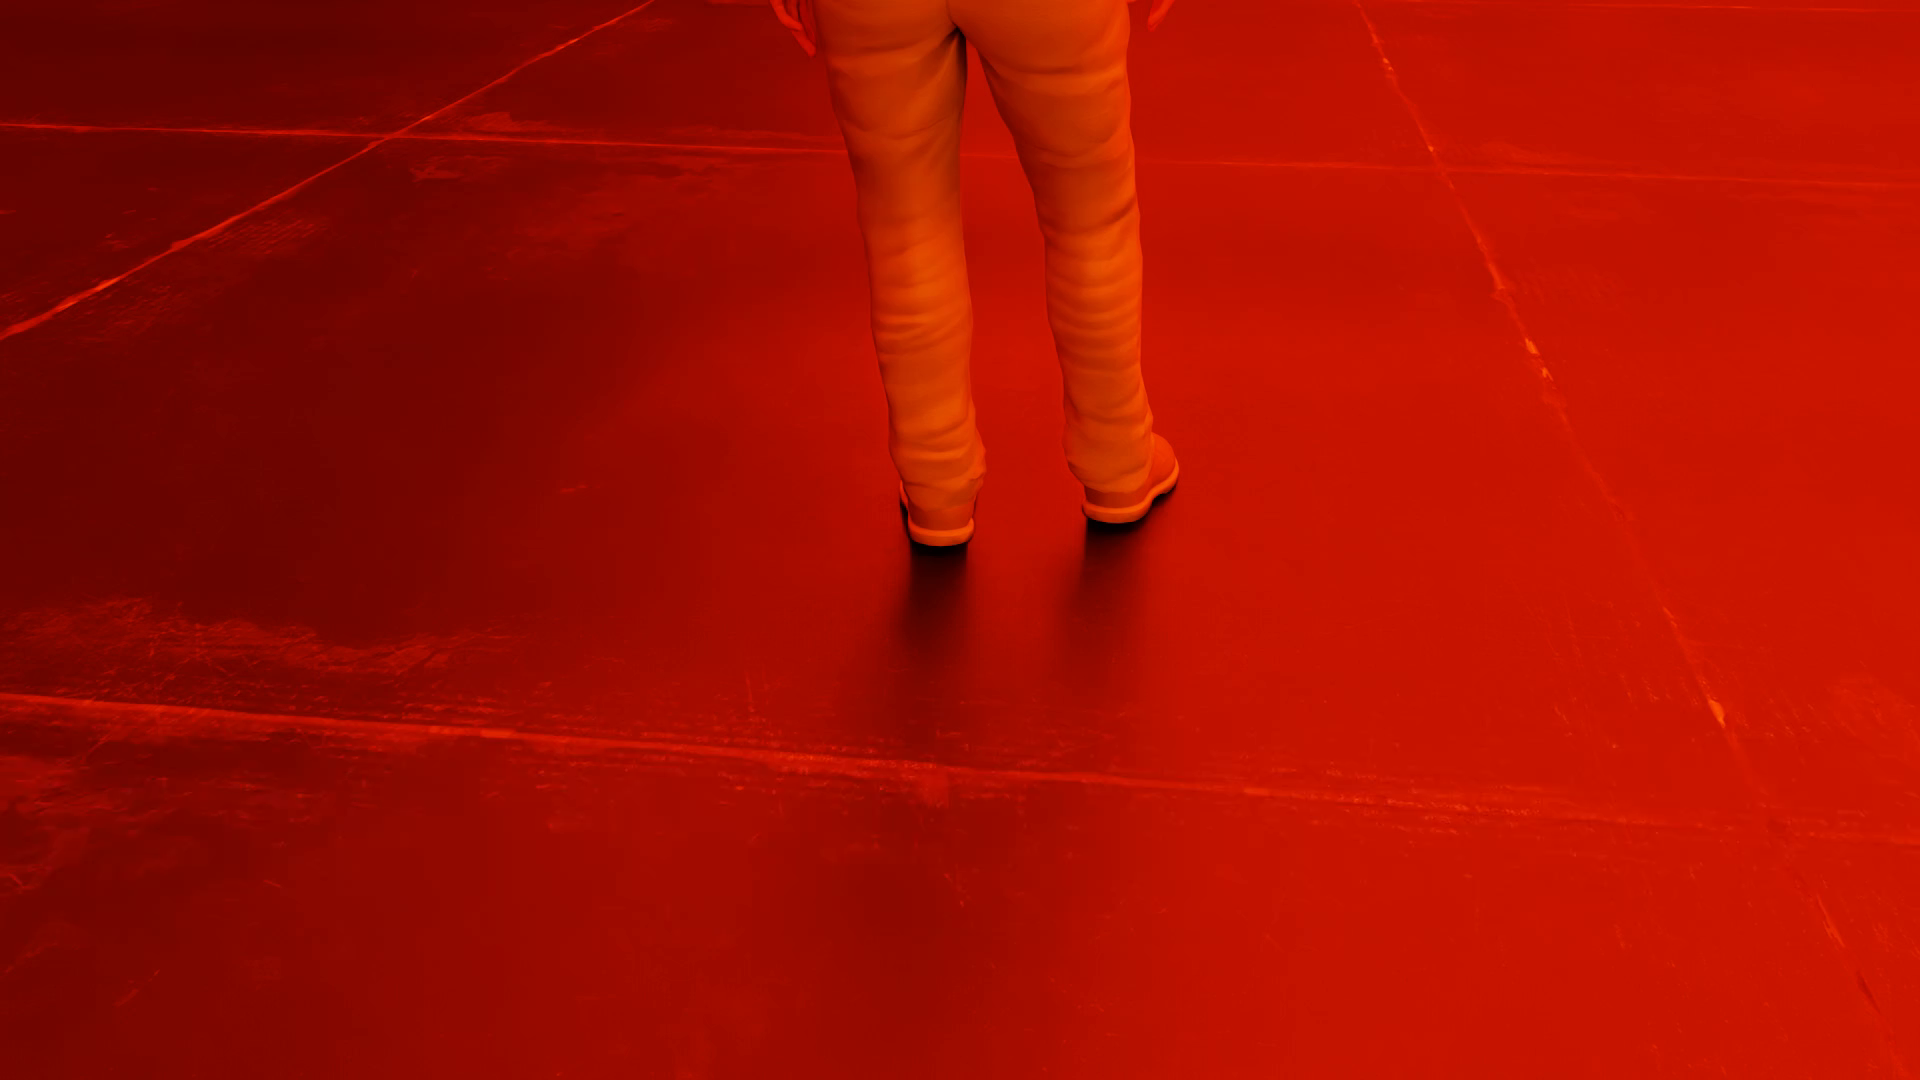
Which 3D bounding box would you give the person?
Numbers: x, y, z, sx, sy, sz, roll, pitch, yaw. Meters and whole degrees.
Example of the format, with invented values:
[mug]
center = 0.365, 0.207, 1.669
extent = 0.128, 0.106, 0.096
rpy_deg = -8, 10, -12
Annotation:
[person]
center = 0.033, -0.784, 2.190
extent = 0.598, 1.670, 0.529
rpy_deg = 3, 27, 7
